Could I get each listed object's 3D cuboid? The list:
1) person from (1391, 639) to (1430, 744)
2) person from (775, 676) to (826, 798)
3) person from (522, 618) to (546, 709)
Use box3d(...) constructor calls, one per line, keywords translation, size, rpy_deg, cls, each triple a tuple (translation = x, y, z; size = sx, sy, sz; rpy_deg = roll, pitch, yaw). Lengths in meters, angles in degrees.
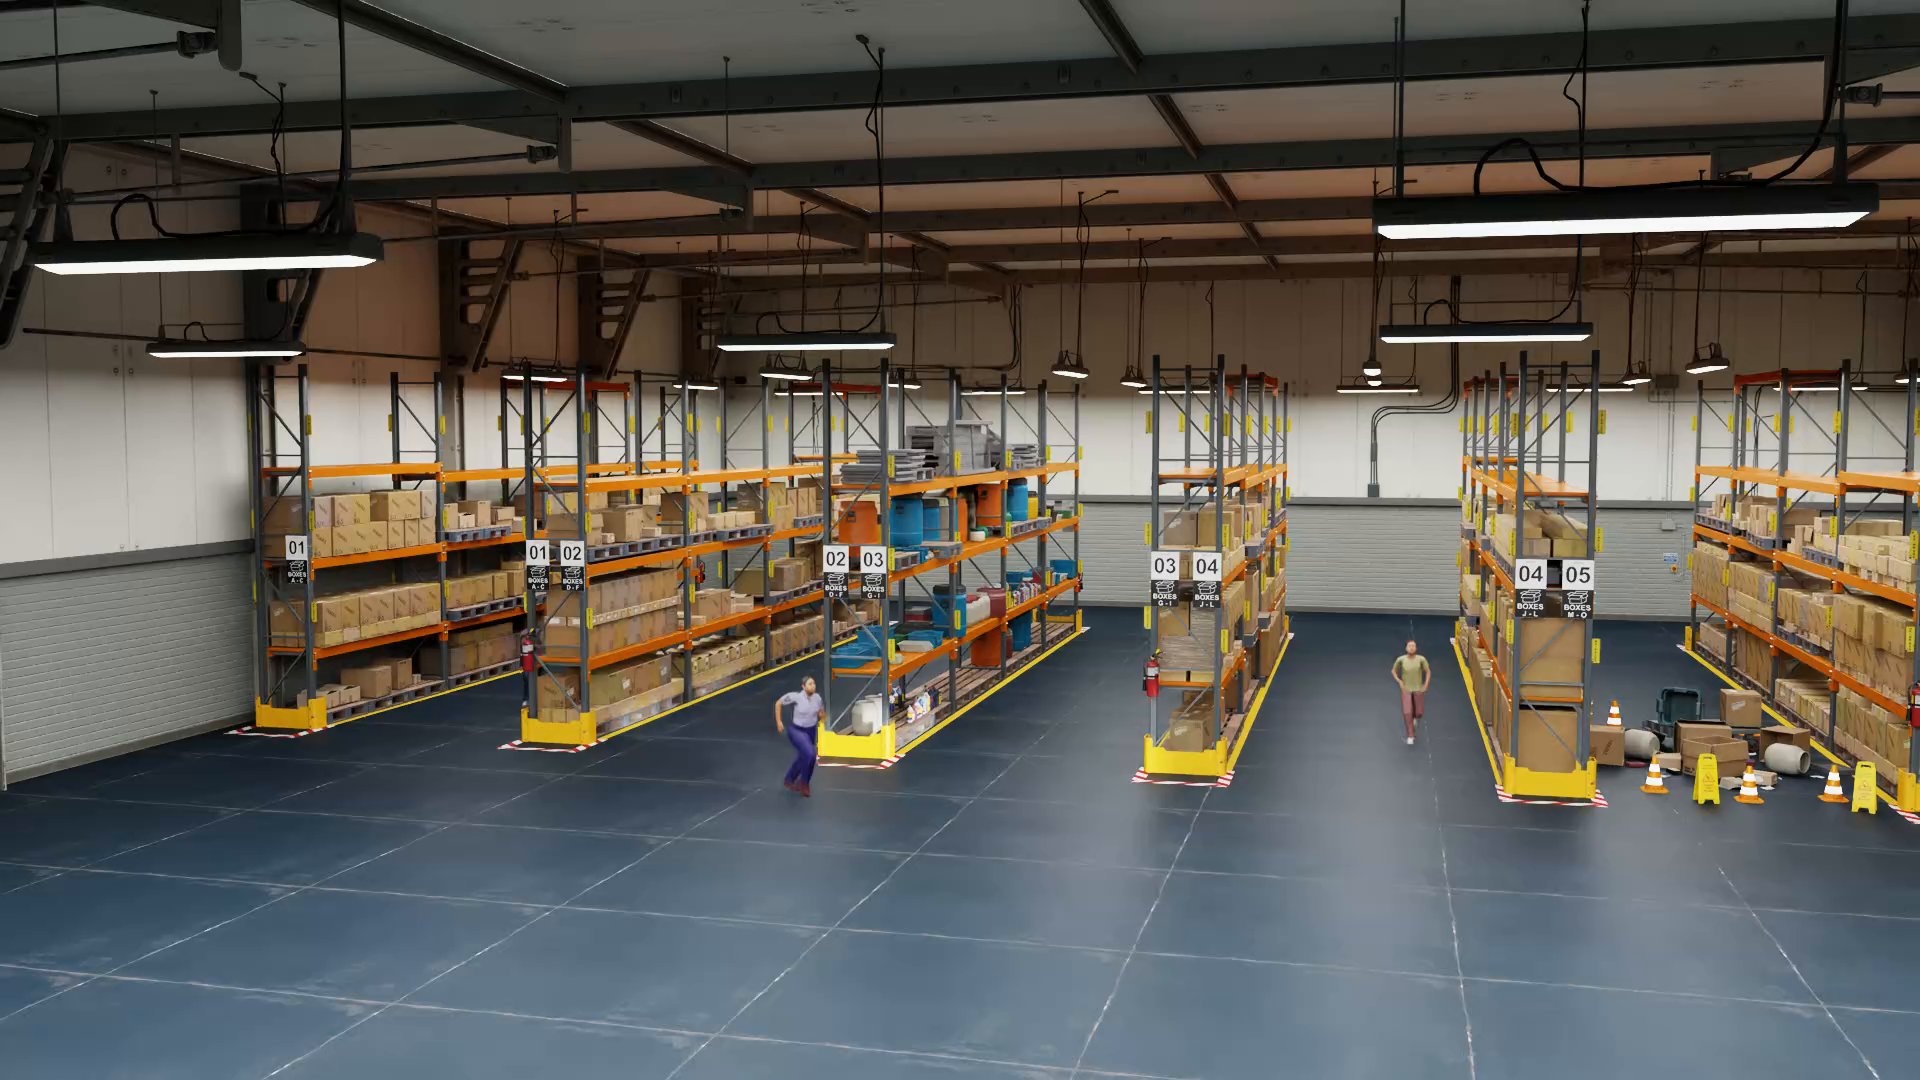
box3d(translation=(7.151, 2.382, 26.388), size=(0.606, 1.628, 0.641), rpy_deg=(1, 4, 9), cls="person")
box3d(translation=(-2.126, 2.640, 22.440), size=(0.796, 1.644, 0.630), rpy_deg=(4, 5, 44), cls="person")
box3d(translation=(-7.580, 2.174, 29.577), size=(0.530, 1.626, 0.724), rpy_deg=(0, 4, 6), cls="person")
